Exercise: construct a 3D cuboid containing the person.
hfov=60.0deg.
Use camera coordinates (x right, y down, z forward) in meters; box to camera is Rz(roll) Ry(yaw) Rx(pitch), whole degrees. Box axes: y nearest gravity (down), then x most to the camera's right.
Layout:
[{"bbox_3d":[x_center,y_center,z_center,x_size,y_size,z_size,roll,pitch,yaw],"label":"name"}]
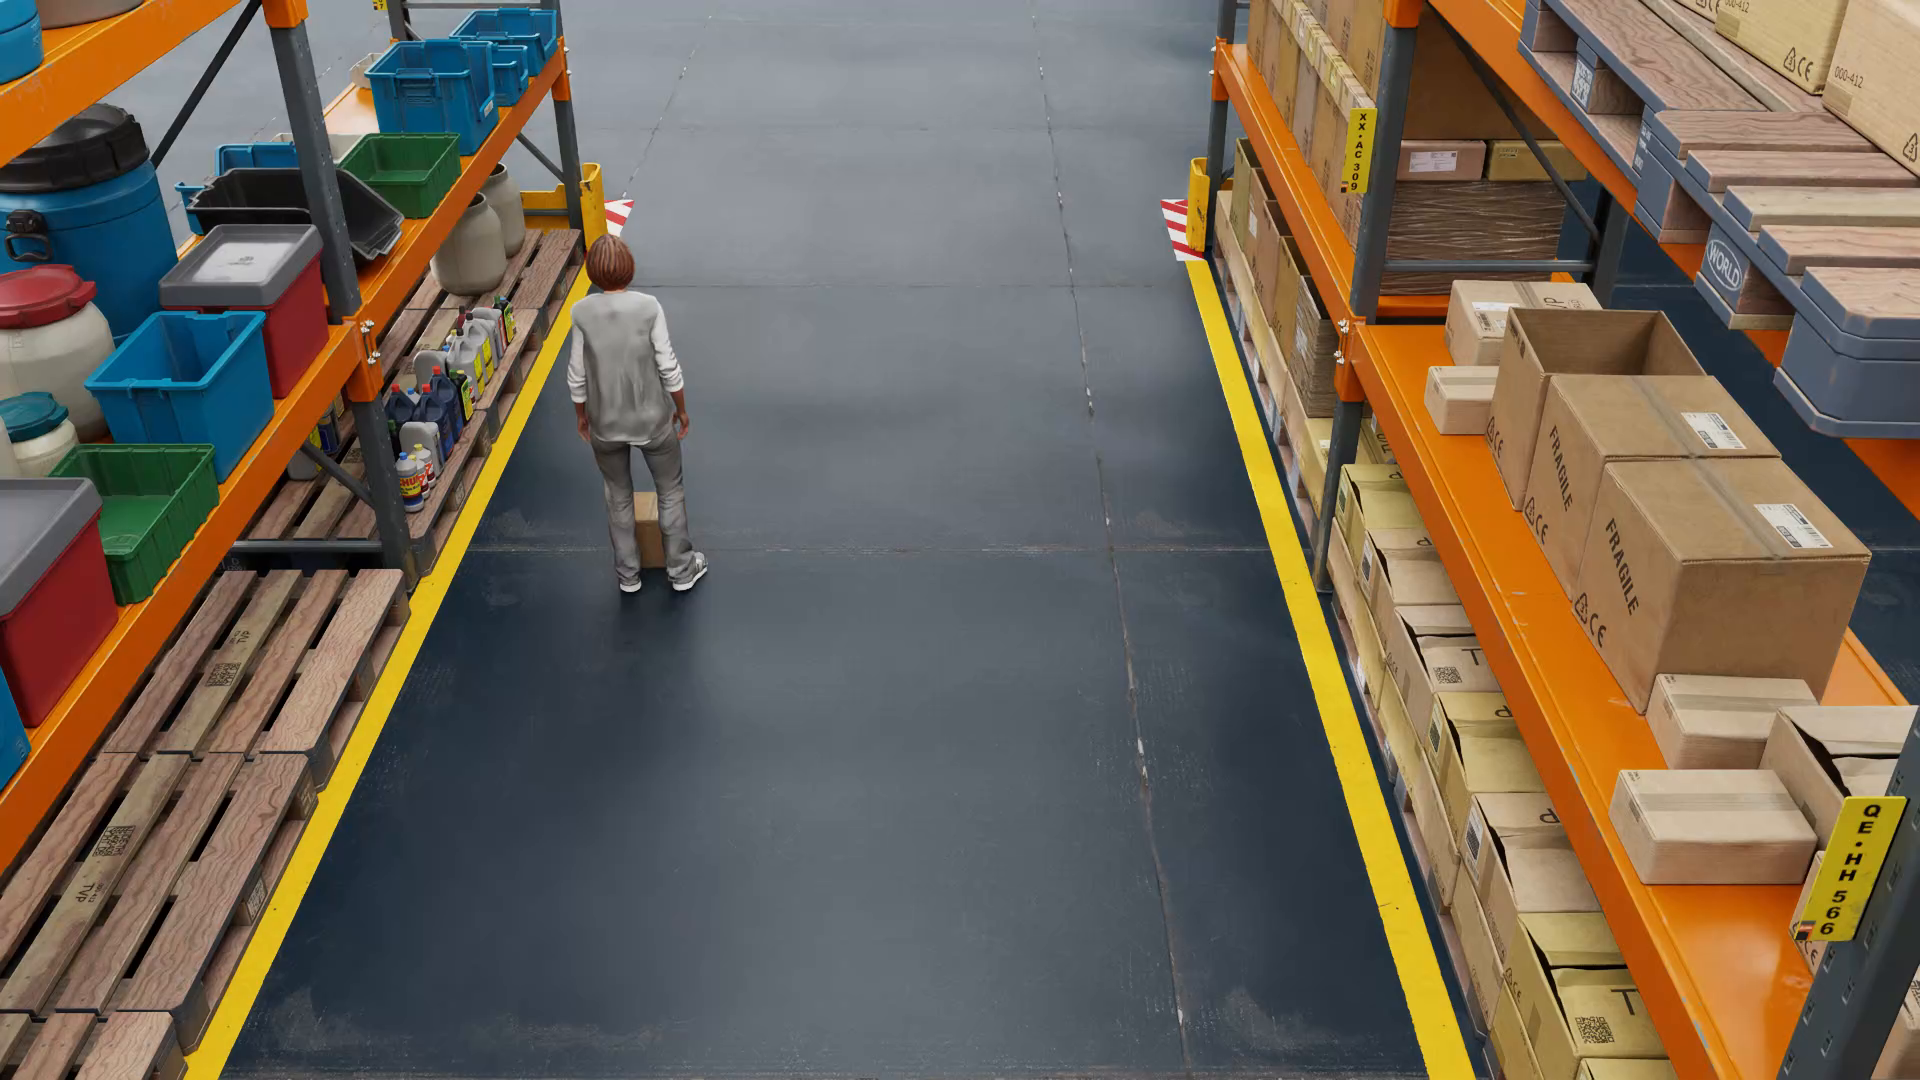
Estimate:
[{"bbox_3d":[-1.365,-0.493,6.935,0.481,1.593,0.343,-1,32,-2],"label":"person"}]
